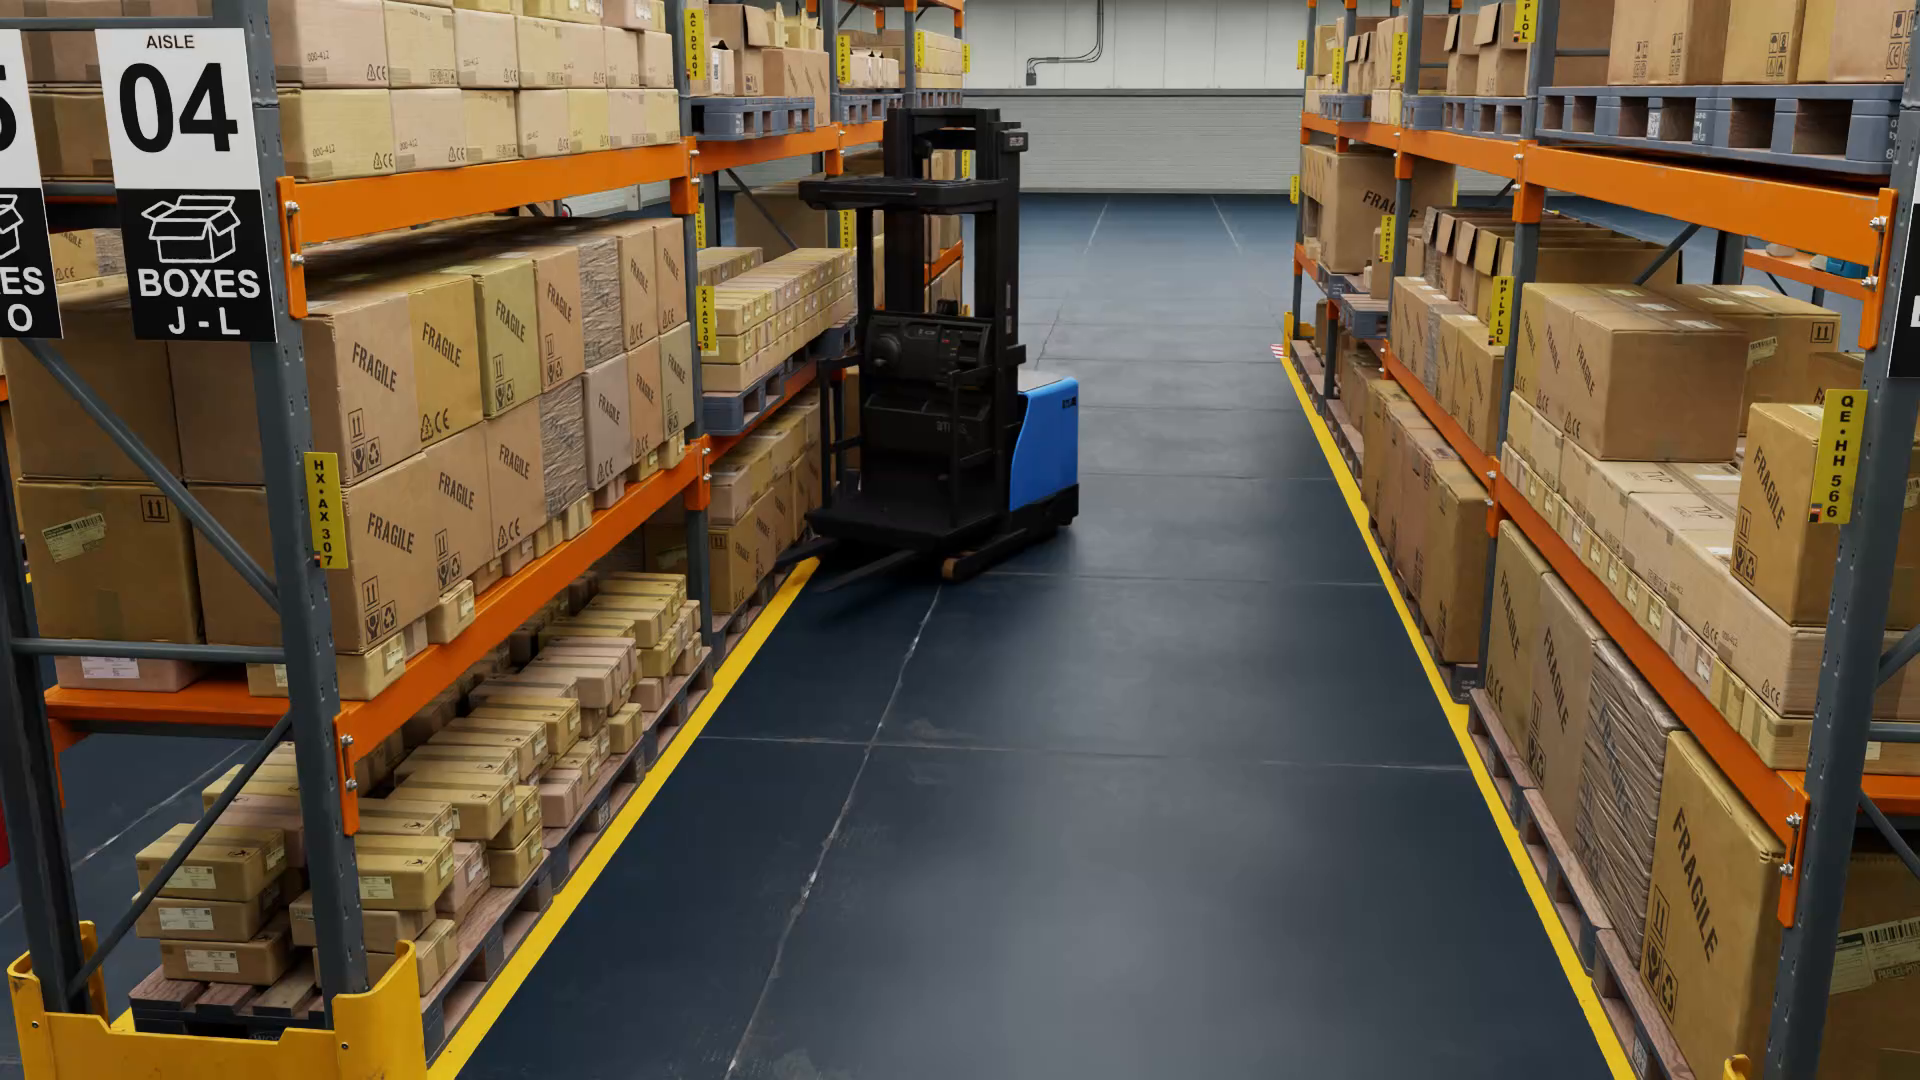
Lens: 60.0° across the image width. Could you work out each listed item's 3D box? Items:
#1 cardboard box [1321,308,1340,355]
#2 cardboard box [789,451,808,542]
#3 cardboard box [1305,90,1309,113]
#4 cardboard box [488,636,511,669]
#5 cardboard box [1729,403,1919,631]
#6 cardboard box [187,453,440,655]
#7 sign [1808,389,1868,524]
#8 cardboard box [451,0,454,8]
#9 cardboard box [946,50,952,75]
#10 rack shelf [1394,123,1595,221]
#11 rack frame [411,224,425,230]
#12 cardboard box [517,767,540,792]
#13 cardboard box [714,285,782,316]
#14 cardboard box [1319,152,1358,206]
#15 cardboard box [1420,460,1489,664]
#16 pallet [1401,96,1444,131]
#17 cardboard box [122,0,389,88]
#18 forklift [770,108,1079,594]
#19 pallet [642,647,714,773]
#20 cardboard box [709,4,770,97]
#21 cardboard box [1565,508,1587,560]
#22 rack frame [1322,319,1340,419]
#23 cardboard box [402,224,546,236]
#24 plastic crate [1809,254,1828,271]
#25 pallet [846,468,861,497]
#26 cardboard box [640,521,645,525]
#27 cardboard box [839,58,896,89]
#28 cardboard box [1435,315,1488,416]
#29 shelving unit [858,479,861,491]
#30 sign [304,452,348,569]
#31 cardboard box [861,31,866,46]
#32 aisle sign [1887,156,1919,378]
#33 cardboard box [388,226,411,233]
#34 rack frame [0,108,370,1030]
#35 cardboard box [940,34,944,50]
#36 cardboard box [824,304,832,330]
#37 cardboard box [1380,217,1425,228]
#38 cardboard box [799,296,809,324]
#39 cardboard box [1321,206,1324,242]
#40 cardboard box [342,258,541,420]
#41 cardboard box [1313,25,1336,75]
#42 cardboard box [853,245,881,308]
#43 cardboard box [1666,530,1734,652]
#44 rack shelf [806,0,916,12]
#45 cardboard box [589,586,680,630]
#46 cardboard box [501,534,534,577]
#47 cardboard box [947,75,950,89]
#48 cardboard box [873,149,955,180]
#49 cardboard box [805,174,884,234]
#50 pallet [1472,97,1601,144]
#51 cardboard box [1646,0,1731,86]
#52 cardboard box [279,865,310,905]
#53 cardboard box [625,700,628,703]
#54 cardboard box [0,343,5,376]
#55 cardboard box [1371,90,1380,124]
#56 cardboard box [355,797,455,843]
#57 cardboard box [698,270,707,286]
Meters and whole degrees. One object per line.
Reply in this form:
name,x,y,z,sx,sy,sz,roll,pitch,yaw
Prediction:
cardboard box,4.325,-2.333,18.528,0.500,0.500,0.500,6,16,21
cardboard box,-1.295,-0.298,11.000,0.500,0.500,0.500,1,15,4
cardboard box,4.134,-4.913,18.625,0.500,0.250,0.500,2,15,8
cardboard box,-2.257,0.524,7.496,0.380,0.149,0.250,2,15,7
cardboard box,2.434,-0.072,4.463,0.500,0.500,0.500,2,15,7
cardboard box,-1.952,0.023,5.070,0.500,0.500,0.500,2,15,9
sign,2.102,-0.198,3.975,0.100,0.325,0.005,2,15,6
cardboard box,-1.912,-1.831,5.505,0.380,0.149,0.250,2,15,8
cardboard box,-0.364,-5.202,18.129,0.500,0.250,0.500,2,15,6
rack shelf,3.317,-2.162,9.542,1.077,0.370,4.000,2,15,6
rack frame,-5.853,-2.909,16.674,1.000,3.000,0.127,2,15,6
cardboard box,-1.864,0.954,6.475,0.380,0.149,0.250,1,15,4
cardboard box,-1.237,-1.375,9.539,0.380,0.149,0.250,1,15,6
cardboard box,3.826,-3.546,16.353,0.500,0.500,0.500,2,15,6
cardboard box,3.143,0.114,8.760,1.225,0.875,0.875,2,15,6
pallet,3.522,-2.768,10.767,1.213,0.211,1.003,2,15,9
cardboard box,-1.968,-1.403,4.687,0.500,0.250,0.500,2,15,7
forklift,-0.326,-1.274,10.760,1.130,2.935,3.031,9,17,30
pallet,-1.866,0.807,8.274,1.003,0.211,1.213,2,15,6
cardboard box,-1.521,-2.812,9.566,0.797,0.503,0.637,1,15,6
cardboard box,2.581,-0.018,6.463,0.380,0.149,0.250,2,15,7
rack frame,3.994,-2.617,15.594,1.000,3.000,0.127,2,15,6
cardboard box,-2.162,-1.144,7.471,0.500,0.500,0.500,1,15,5
plastic crate,8.847,-2.773,16.674,0.530,0.136,0.437,2,15,6
pallet,-1.211,-0.608,13.507,1.003,0.211,1.213,2,15,6
cardboard box,-1.993,-0.273,9.474,0.500,0.250,0.500,1,15,5
cardboard box,-0.844,-4.089,14.583,0.500,0.250,0.500,2,15,6
cardboard box,2.987,-0.984,9.362,0.500,0.500,0.500,2,15,6
shelving unit,-0.443,-0.913,12.675,0.258,1.200,0.503,4,10,-39
sign,-1.738,-0.079,4.550,0.100,0.325,0.005,2,15,6
cardboard box,-1.141,-4.987,16.569,0.380,0.149,0.250,2,15,6
aisle sign,2.334,-0.750,3.709,0.394,0.787,0.004,2,15,6
cardboard box,-5.677,-3.177,16.099,0.500,0.500,0.500,1,15,5
rack frame,-2.277,0.323,4.721,1.000,3.000,0.127,2,15,6
cardboard box,-0.373,-5.231,17.472,0.380,0.149,0.250,2,15,6
cardboard box,-1.064,-1.496,11.126,0.380,0.149,0.250,1,15,6
cardboard box,3.890,-2.417,13.853,0.797,0.503,0.637,3,15,12
cardboard box,-1.150,-1.434,10.325,0.380,0.149,0.250,1,15,5
cardboard box,4.154,-3.185,16.934,0.875,0.500,0.500,2,15,6
cardboard box,-1.831,-0.726,5.922,0.500,0.500,0.500,1,15,5
cardboard box,4.009,-5.159,17.528,0.500,0.500,0.500,2,15,6
cardboard box,-0.944,-2.172,13.755,0.500,0.500,0.500,2,15,6
cardboard box,2.489,0.159,5.045,0.500,0.250,0.500,1,15,5
rack shelf,-1.149,-4.626,13.676,1.077,0.370,4.000,2,15,6
cardboard box,-1.597,0.339,8.179,0.380,0.149,0.250,2,15,7
cardboard box,-1.840,0.030,6.285,0.380,0.149,0.250,1,15,5
cardboard box,-0.316,-4.979,18.067,0.380,0.149,0.250,2,15,7
cardboard box,-0.523,-4.180,19.018,0.875,0.550,0.550,2,15,6
cardboard box,-1.029,-3.058,15.117,0.700,0.500,0.500,1,15,5
pallet,3.146,-2.137,8.439,0.805,0.209,1.217,1,15,4
cardboard box,2.797,-1.814,5.690,0.700,0.500,0.500,2,15,9
cardboard box,-2.418,1.141,5.782,0.380,0.149,0.250,1,15,5
cardboard box,-1.760,0.771,7.722,0.380,0.149,0.250,1,15,5
cardboard box,-6.313,-1.135,10.400,0.500,0.250,0.500,2,15,6
cardboard box,3.454,-3.345,12.827,0.500,0.250,0.500,2,15,8
cardboard box,-1.969,1.008,5.704,0.380,0.149,0.250,2,15,7
cardboard box,-1.798,-1.601,10.373,0.380,0.149,0.250,1,15,5
